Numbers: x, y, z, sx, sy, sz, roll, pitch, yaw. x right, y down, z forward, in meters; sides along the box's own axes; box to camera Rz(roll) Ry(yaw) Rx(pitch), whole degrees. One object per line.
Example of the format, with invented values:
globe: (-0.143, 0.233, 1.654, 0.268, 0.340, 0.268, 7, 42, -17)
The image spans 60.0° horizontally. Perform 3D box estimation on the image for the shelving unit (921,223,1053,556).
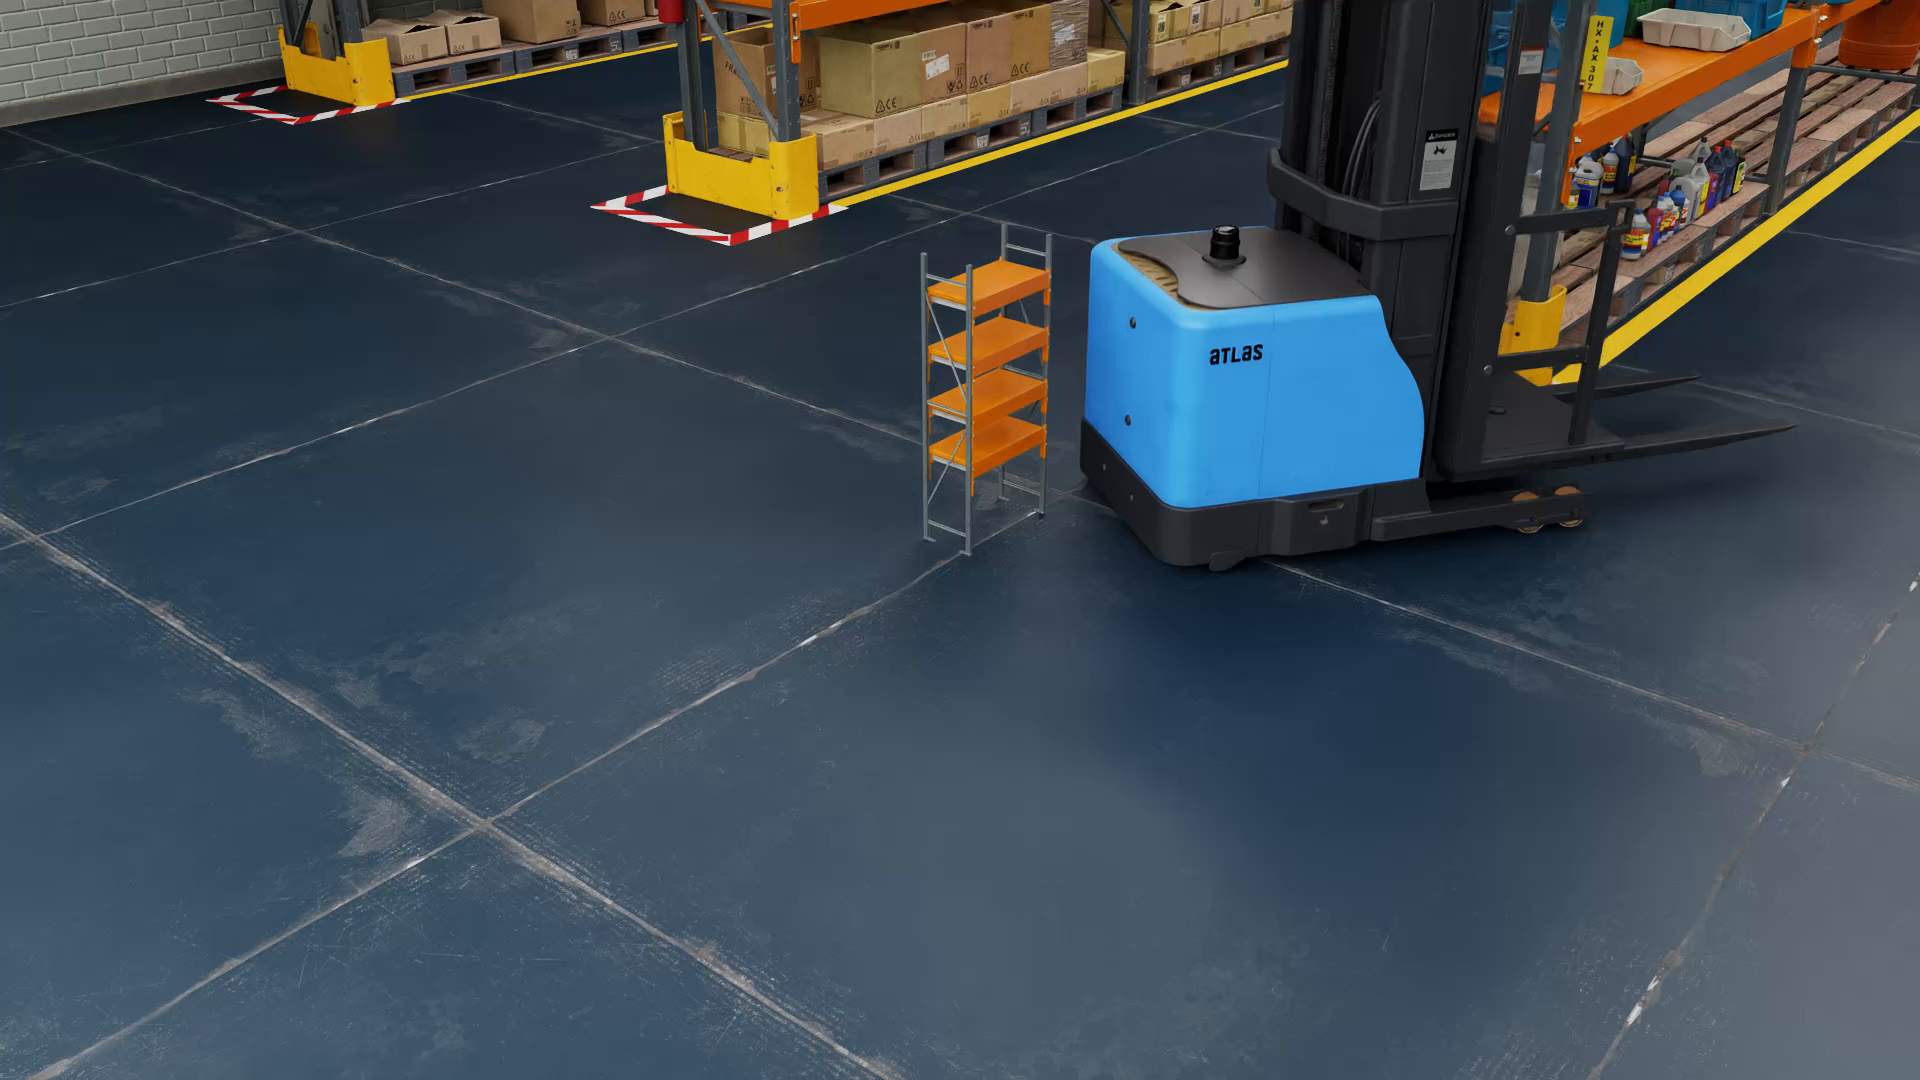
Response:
shelving unit: (0.105, -0.592, 6.588, 0.258, 1.200, 0.503, 21, 34, 34)

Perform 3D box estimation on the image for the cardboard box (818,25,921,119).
cardboard box: (-0.616, -3.226, 11.440, 0.500, 0.500, 0.500, 21, 34, 34)

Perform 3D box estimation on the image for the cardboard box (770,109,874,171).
cardboard box: (-0.932, -2.715, 11.269, 0.500, 0.250, 0.500, 21, 34, 34)

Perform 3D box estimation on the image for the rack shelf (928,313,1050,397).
rack shelf: (0.105, -0.731, 6.516, 0.258, 0.148, 0.480, 21, 34, 34)

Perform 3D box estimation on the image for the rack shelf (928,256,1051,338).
rack shelf: (0.105, -0.941, 6.407, 0.258, 0.148, 0.480, 21, 34, 34)

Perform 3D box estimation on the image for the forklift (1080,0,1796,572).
forklift: (2.094, -1.553, 6.562, 3.031, 2.935, 1.130, -8, 28, -15)

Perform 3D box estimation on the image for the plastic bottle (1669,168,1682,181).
plastic bottle: (4.309, -2.108, 10.038, 0.061, 0.283, 0.133, 21, 34, 34)

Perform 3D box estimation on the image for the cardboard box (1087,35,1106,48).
cardboard box: (1.139, -4.240, 14.216, 0.500, 0.250, 0.500, 20, 34, 34)

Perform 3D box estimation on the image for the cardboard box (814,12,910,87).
cardboard box: (-0.709, -3.559, 12.084, 0.500, 0.500, 0.500, 21, 34, 34)

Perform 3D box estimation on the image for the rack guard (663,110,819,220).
rack guard: (-1.460, -2.506, 11.049, 1.175, 0.500, 0.348, 21, 34, 34)

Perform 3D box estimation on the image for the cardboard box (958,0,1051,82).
cardboard box: (0.331, -3.760, 12.474, 0.500, 0.500, 0.500, 21, 34, 34)

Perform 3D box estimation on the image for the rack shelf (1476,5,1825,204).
rack shelf: (3.647, -2.565, 9.227, 1.077, 0.370, 4.000, 21, 34, 34)

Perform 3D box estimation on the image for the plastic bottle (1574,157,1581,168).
plastic bottle: (3.828, -2.304, 10.417, 0.061, 0.283, 0.133, 23, 35, 37)

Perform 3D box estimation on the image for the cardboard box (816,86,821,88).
cardboard box: (-0.706, -3.225, 12.254, 0.500, 0.250, 0.500, 21, 34, 34)

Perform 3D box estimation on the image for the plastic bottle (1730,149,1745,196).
plastic bottle: (4.868, -2.316, 10.439, 0.061, 0.283, 0.133, 23, 35, 37)

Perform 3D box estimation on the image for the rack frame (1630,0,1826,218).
rack frame: (4.919, -3.594, 10.432, 1.000, 3.000, 0.127, 21, 34, 34)

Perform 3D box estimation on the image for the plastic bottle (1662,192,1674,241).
plastic bottle: (4.050, -1.868, 9.586, 0.097, 0.271, 0.097, 0, 27, 0)

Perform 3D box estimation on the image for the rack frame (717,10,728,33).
rack frame: (-2.726, -6.489, 16.029, 1.000, 3.000, 0.127, 21, 34, 34)

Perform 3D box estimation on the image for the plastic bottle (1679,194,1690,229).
plastic bottle: (4.244, -1.945, 9.811, 0.097, 0.201, 0.097, 0, 27, 0)

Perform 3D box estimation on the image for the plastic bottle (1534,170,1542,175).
plastic bottle: (3.474, -2.071, 9.974, 0.152, 0.276, 0.135, 20, 33, 33)

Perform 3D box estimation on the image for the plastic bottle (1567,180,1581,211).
plastic bottle: (3.698, -2.078, 10.069, 0.097, 0.201, 0.097, 0, 27, 0)

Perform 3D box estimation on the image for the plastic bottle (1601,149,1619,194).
plastic bottle: (4.086, -2.326, 10.471, 0.097, 0.271, 0.097, 0, 27, 0)

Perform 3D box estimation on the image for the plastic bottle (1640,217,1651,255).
plastic bottle: (3.834, -1.716, 9.370, 0.097, 0.201, 0.097, 0, 27, 0)

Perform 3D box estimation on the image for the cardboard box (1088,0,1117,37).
cardboard box: (1.136, -4.484, 14.079, 0.500, 0.311, 0.500, 21, 34, 34)

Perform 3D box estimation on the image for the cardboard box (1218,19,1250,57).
cardboard box: (2.200, -4.444, 14.611, 0.500, 0.250, 0.500, 20, 33, 33)

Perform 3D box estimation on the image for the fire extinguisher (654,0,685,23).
fire extinguisher: (-1.879, -3.684, 10.691, 0.296, 0.674, 0.183, 21, 34, 34)

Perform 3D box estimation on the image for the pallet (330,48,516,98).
pallet: (-4.677, -4.137, 14.517, 1.003, 0.211, 1.213, 21, 34, 34)

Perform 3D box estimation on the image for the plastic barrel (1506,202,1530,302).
plastic barrel: (2.734, -1.513, 8.660, 0.421, 0.512, 0.421, 0, 27, 0)

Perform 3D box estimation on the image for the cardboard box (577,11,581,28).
cardboard box: (-3.758, -4.857, 15.498, 0.380, 0.149, 0.250, 18, 32, 30)

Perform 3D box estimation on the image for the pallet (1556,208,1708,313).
pallet: (3.684, -1.695, 9.796, 1.003, 0.211, 1.213, 21, 34, 34)

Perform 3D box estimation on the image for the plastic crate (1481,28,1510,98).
plastic crate: (2.462, -2.374, 8.237, 0.499, 0.251, 0.616, 21, 34, 34)

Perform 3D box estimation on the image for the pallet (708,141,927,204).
pallet: (-0.991, -2.669, 11.680, 1.003, 0.211, 1.213, 21, 34, 34)

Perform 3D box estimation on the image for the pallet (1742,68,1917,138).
pallet: (6.941, -3.510, 13.305, 1.003, 0.211, 1.213, 21, 34, 34)

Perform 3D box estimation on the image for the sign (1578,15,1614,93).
sign: (2.796, -2.136, 7.313, 0.100, 0.325, 0.005, 21, 34, 34)

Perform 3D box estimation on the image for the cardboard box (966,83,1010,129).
cardboard box: (0.023, -3.246, 12.296, 0.500, 0.250, 0.500, 21, 34, 34)

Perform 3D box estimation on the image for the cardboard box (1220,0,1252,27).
cardboard box: (2.205, -4.690, 14.477, 0.500, 0.311, 0.500, 19, 33, 33)

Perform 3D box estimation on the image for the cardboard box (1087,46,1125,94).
cardboard box: (0.973, -3.780, 13.327, 0.500, 0.250, 0.500, 21, 34, 34)

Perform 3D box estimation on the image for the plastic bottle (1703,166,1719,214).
plastic bottle: (4.538, -2.132, 10.084, 0.061, 0.283, 0.133, 23, 35, 38)

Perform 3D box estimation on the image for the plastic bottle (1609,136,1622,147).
plastic bottle: (4.194, -2.472, 10.749, 0.152, 0.276, 0.135, 22, 35, 36)

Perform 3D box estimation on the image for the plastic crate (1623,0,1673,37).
plastic crate: (3.838, -3.101, 9.710, 0.450, 0.188, 0.662, 21, 34, 34)

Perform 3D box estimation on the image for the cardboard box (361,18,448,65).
cardboard box: (-4.760, -4.291, 14.228, 0.500, 0.311, 0.500, 17, 32, 29)

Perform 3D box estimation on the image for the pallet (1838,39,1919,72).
pallet: (8.709, -4.496, 15.210, 1.003, 0.211, 1.213, 21, 34, 34)
